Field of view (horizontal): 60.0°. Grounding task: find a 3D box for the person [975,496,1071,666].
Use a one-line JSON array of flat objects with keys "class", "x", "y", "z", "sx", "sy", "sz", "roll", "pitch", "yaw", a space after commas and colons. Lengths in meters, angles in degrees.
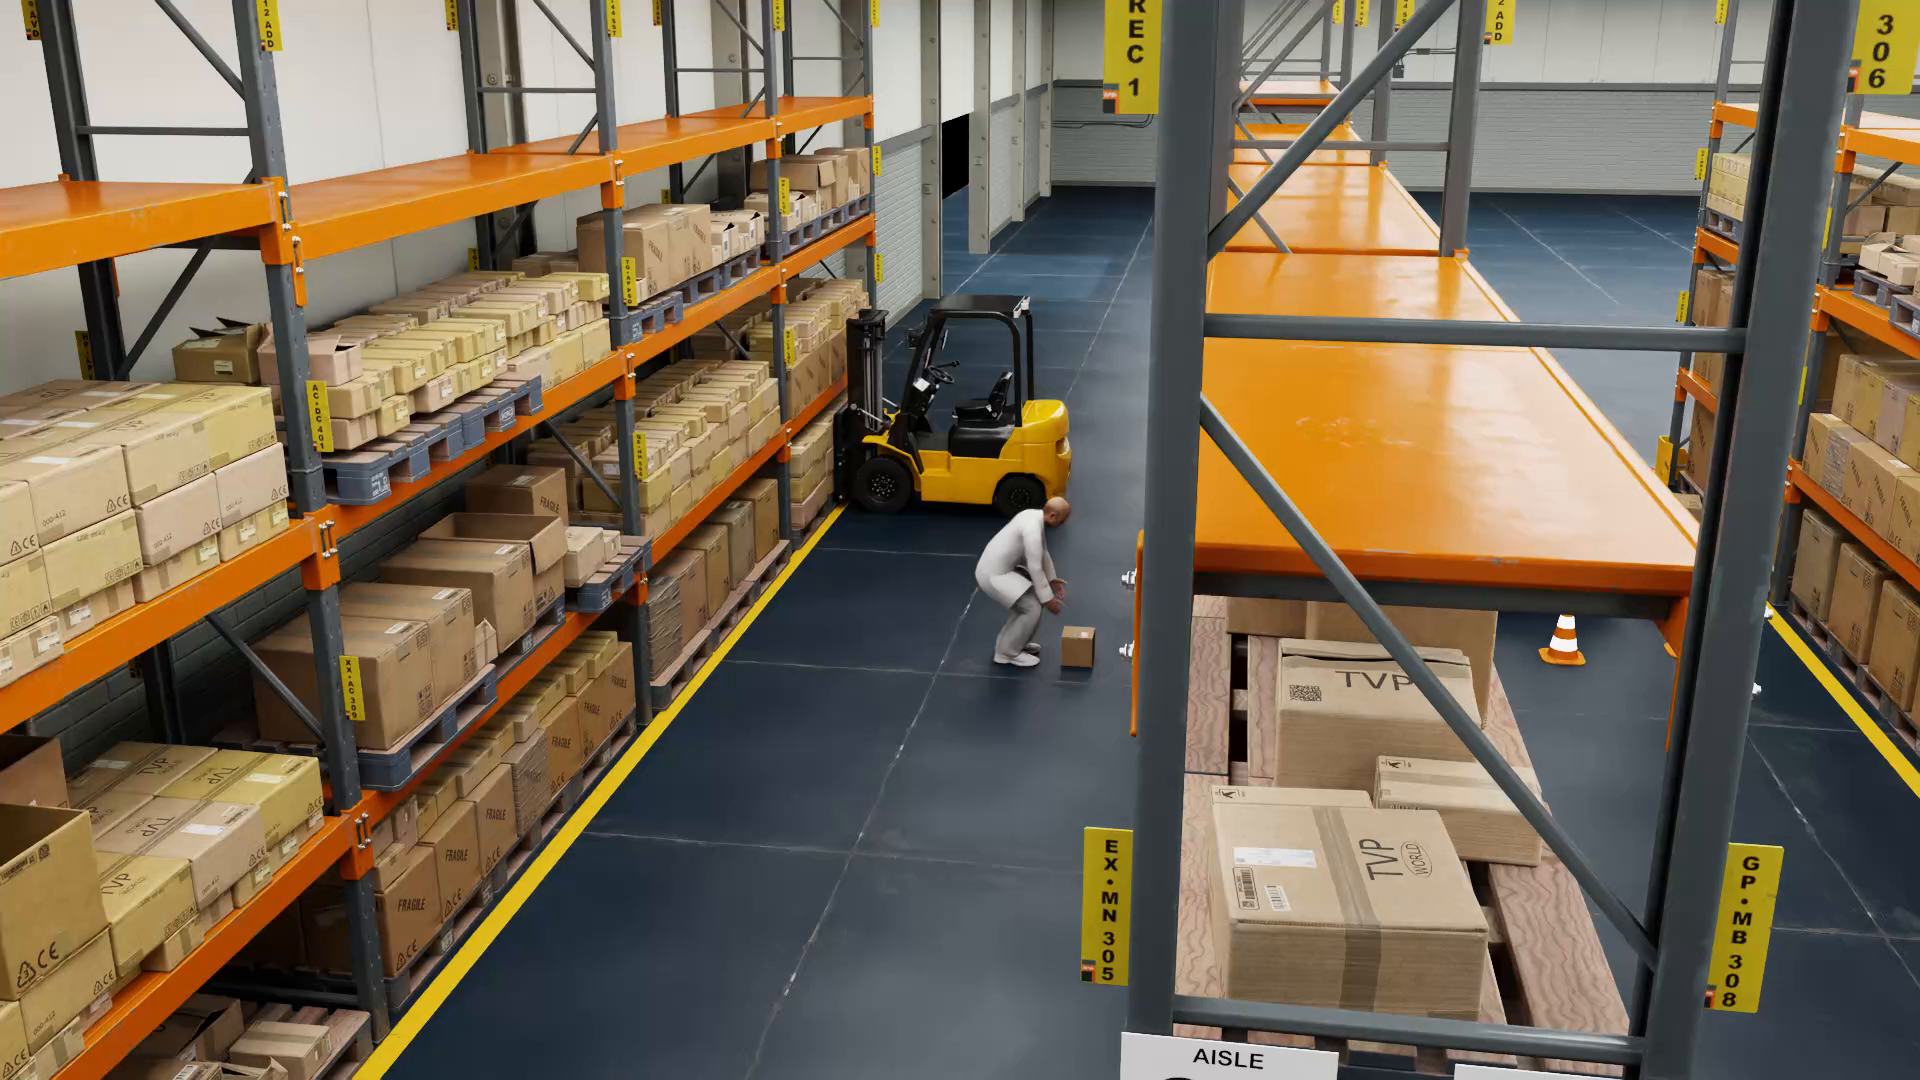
[{"class": "person", "x": 0.501, "y": 0.302, "z": 13.342, "sx": 0.752, "sy": 1.356, "sz": 0.631, "roll": 3, "pitch": 18, "yaw": 9}]
